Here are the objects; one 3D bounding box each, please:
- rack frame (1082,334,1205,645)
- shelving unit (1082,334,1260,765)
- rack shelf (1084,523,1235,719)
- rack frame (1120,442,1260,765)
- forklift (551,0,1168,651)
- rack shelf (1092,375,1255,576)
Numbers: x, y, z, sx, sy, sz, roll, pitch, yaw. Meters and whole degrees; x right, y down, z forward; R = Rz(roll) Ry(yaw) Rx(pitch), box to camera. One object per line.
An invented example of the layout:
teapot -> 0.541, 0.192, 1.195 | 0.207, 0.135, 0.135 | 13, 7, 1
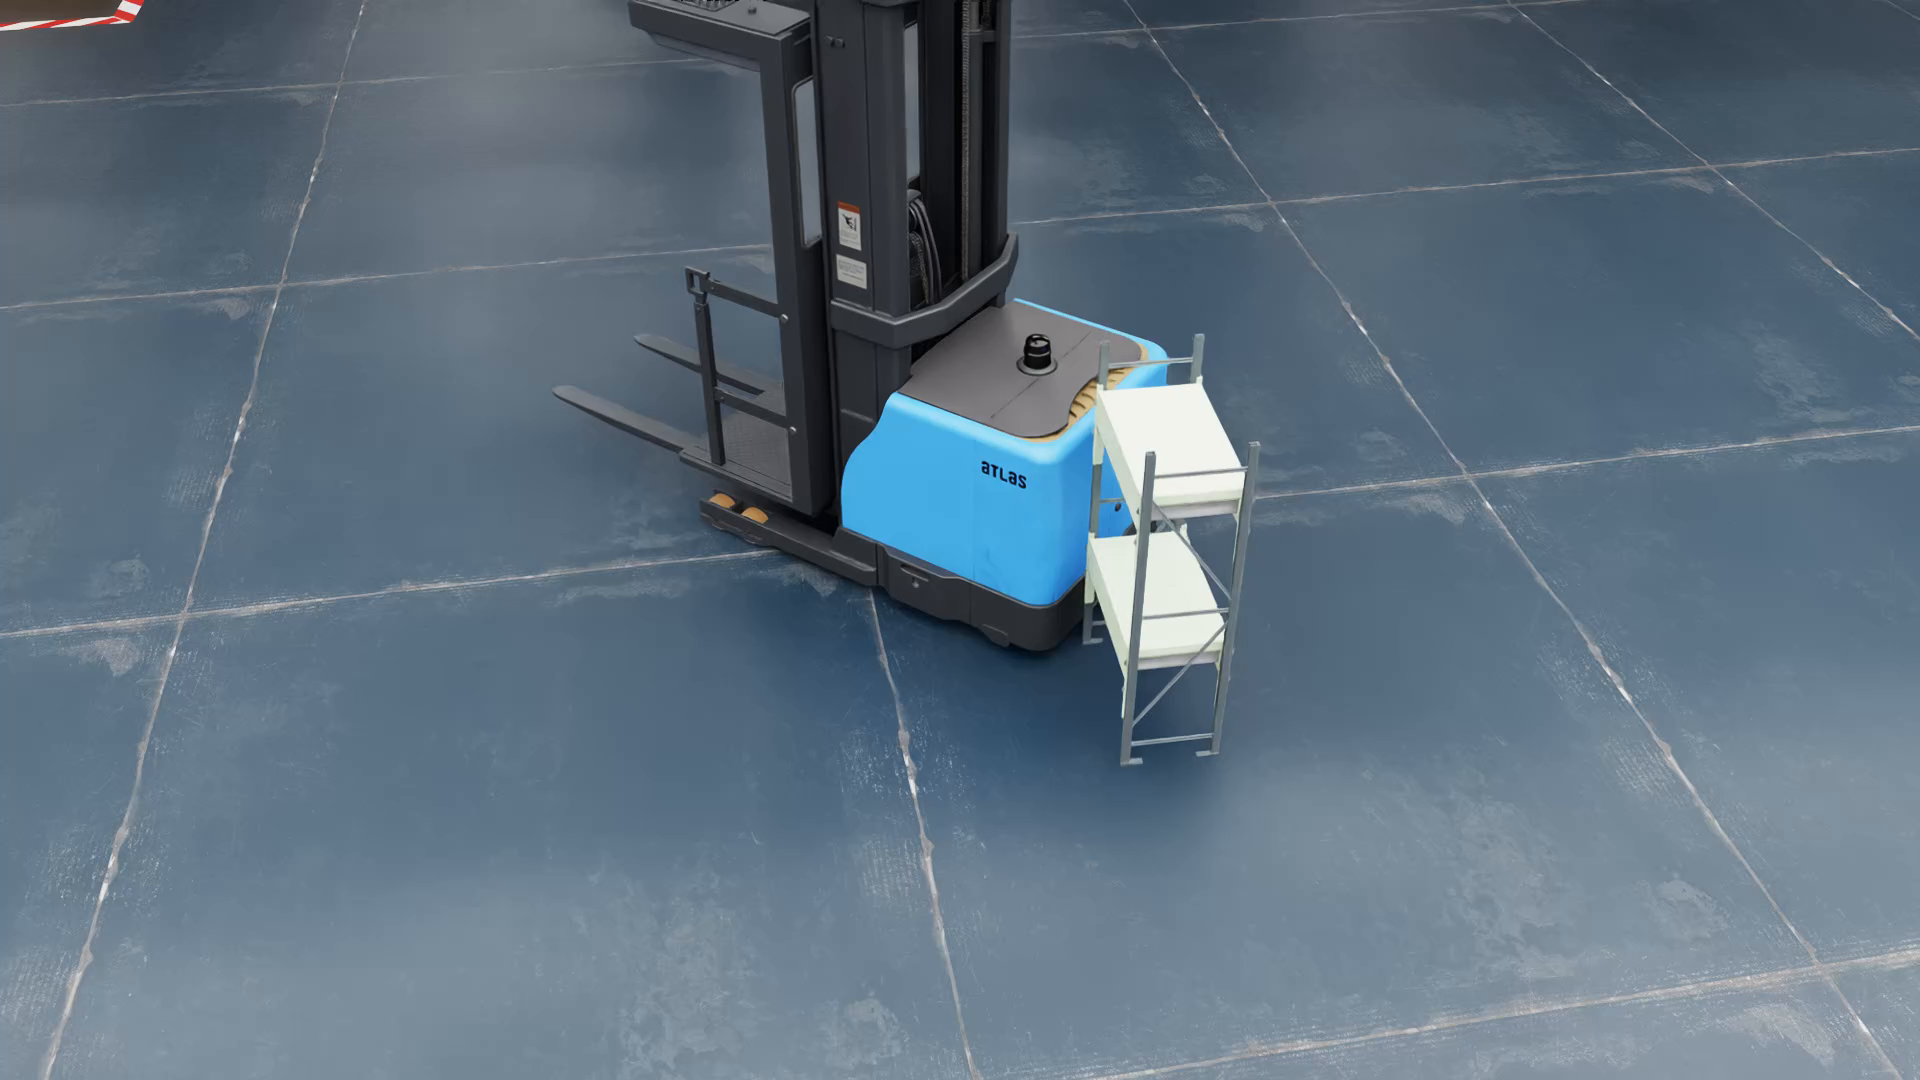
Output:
rack frame -> 0.727, -0.166, 6.742 | 0.400, 1.500, 0.023 | -5, 38, -7
shelving unit -> 0.781, 0.056, 6.456 | 0.431, 1.500, 0.755 | -5, 38, -7
rack shelf -> 0.781, 0.313, 6.656 | 0.431, 0.370, 0.720 | -5, 38, -7
rack frame -> 0.835, 0.278, 6.170 | 0.400, 1.500, 0.023 | -5, 38, -7
forklift -> -0.611, -1.387, 7.147 | 3.031, 2.935, 1.130 | 22, 43, 26
rack shelf -> 0.781, -0.253, 6.216 | 0.431, 0.370, 0.720 | -5, 38, -7
